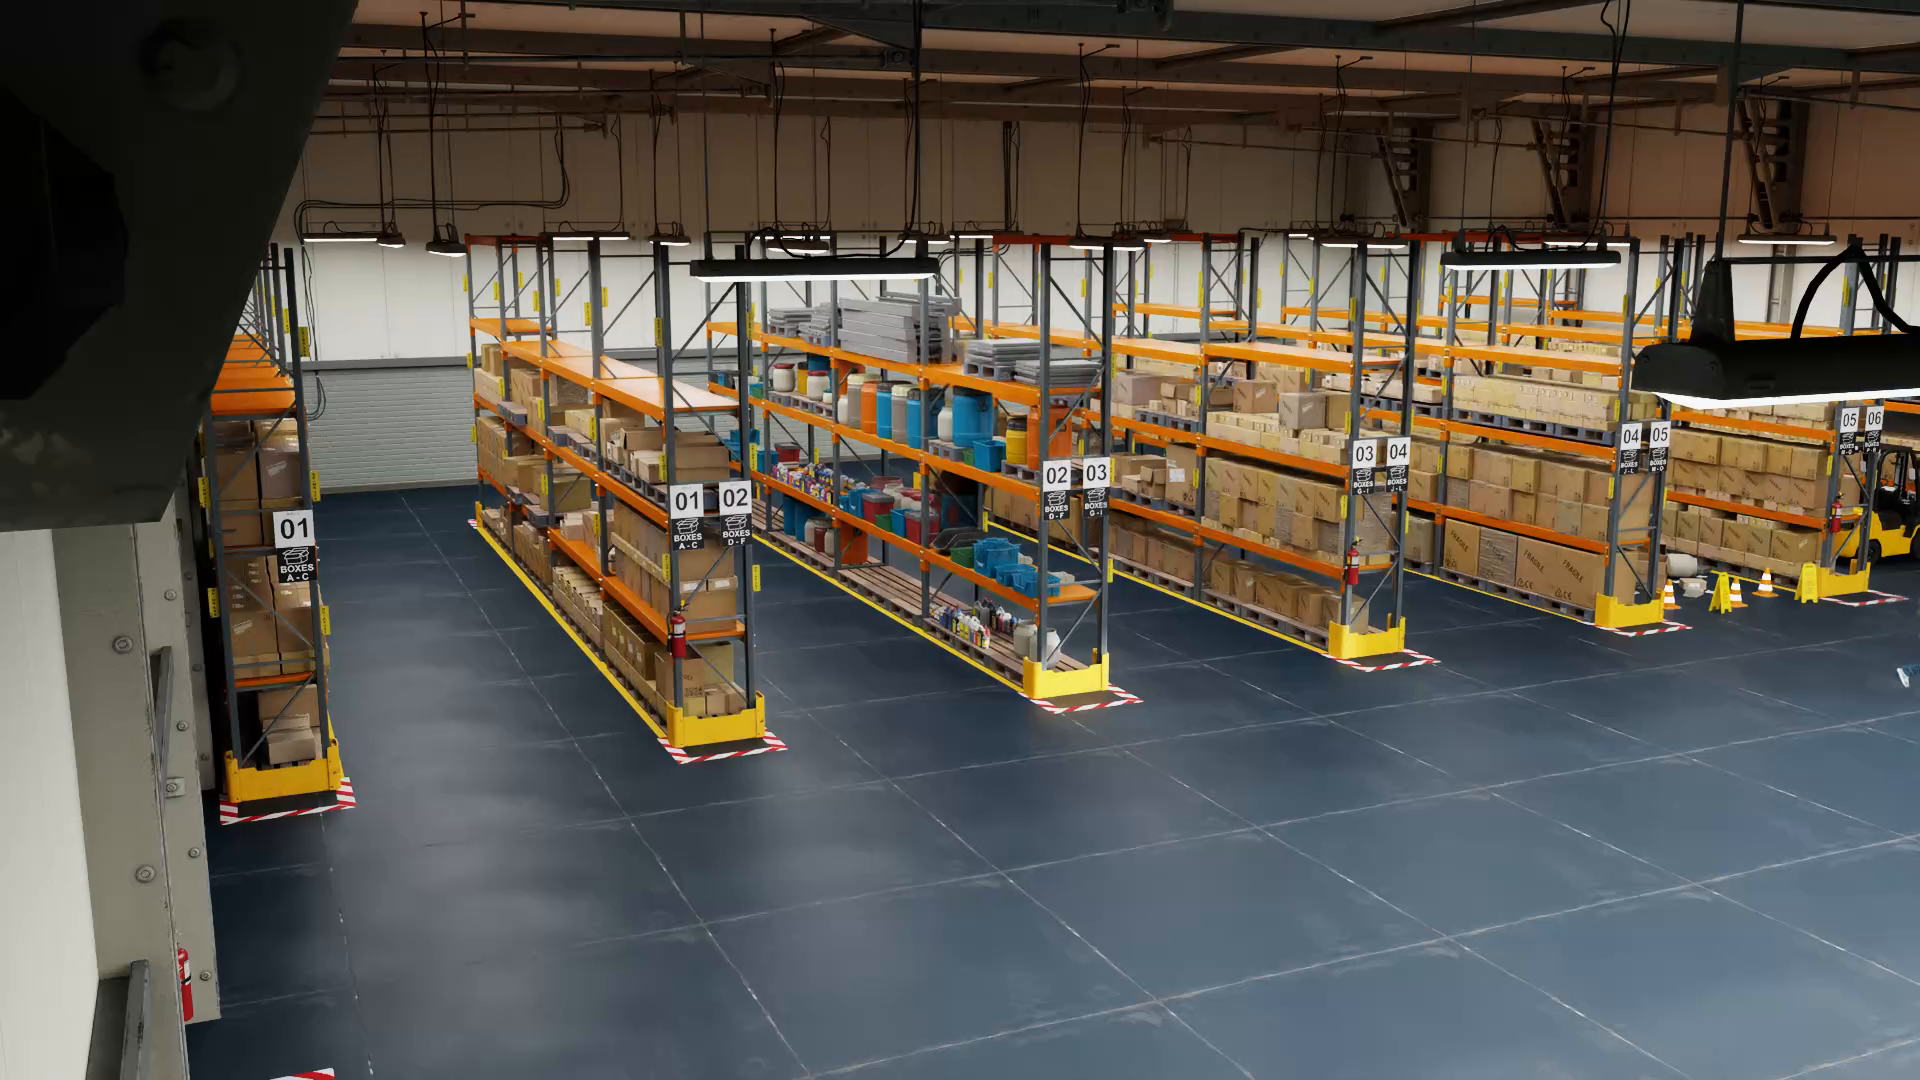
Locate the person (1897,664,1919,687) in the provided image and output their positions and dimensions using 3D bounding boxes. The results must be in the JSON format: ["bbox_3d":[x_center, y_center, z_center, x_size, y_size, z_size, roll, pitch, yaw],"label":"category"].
[{"bbox_3d":[12.918,1.355,22.113,0.745,1.575,0.566,3,11,17],"label":"person"}]

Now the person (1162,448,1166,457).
[{"bbox_3d":[5.340,-2.532,41.742,0.663,1.705,0.576,-9,14,-38],"label":"person"}]
